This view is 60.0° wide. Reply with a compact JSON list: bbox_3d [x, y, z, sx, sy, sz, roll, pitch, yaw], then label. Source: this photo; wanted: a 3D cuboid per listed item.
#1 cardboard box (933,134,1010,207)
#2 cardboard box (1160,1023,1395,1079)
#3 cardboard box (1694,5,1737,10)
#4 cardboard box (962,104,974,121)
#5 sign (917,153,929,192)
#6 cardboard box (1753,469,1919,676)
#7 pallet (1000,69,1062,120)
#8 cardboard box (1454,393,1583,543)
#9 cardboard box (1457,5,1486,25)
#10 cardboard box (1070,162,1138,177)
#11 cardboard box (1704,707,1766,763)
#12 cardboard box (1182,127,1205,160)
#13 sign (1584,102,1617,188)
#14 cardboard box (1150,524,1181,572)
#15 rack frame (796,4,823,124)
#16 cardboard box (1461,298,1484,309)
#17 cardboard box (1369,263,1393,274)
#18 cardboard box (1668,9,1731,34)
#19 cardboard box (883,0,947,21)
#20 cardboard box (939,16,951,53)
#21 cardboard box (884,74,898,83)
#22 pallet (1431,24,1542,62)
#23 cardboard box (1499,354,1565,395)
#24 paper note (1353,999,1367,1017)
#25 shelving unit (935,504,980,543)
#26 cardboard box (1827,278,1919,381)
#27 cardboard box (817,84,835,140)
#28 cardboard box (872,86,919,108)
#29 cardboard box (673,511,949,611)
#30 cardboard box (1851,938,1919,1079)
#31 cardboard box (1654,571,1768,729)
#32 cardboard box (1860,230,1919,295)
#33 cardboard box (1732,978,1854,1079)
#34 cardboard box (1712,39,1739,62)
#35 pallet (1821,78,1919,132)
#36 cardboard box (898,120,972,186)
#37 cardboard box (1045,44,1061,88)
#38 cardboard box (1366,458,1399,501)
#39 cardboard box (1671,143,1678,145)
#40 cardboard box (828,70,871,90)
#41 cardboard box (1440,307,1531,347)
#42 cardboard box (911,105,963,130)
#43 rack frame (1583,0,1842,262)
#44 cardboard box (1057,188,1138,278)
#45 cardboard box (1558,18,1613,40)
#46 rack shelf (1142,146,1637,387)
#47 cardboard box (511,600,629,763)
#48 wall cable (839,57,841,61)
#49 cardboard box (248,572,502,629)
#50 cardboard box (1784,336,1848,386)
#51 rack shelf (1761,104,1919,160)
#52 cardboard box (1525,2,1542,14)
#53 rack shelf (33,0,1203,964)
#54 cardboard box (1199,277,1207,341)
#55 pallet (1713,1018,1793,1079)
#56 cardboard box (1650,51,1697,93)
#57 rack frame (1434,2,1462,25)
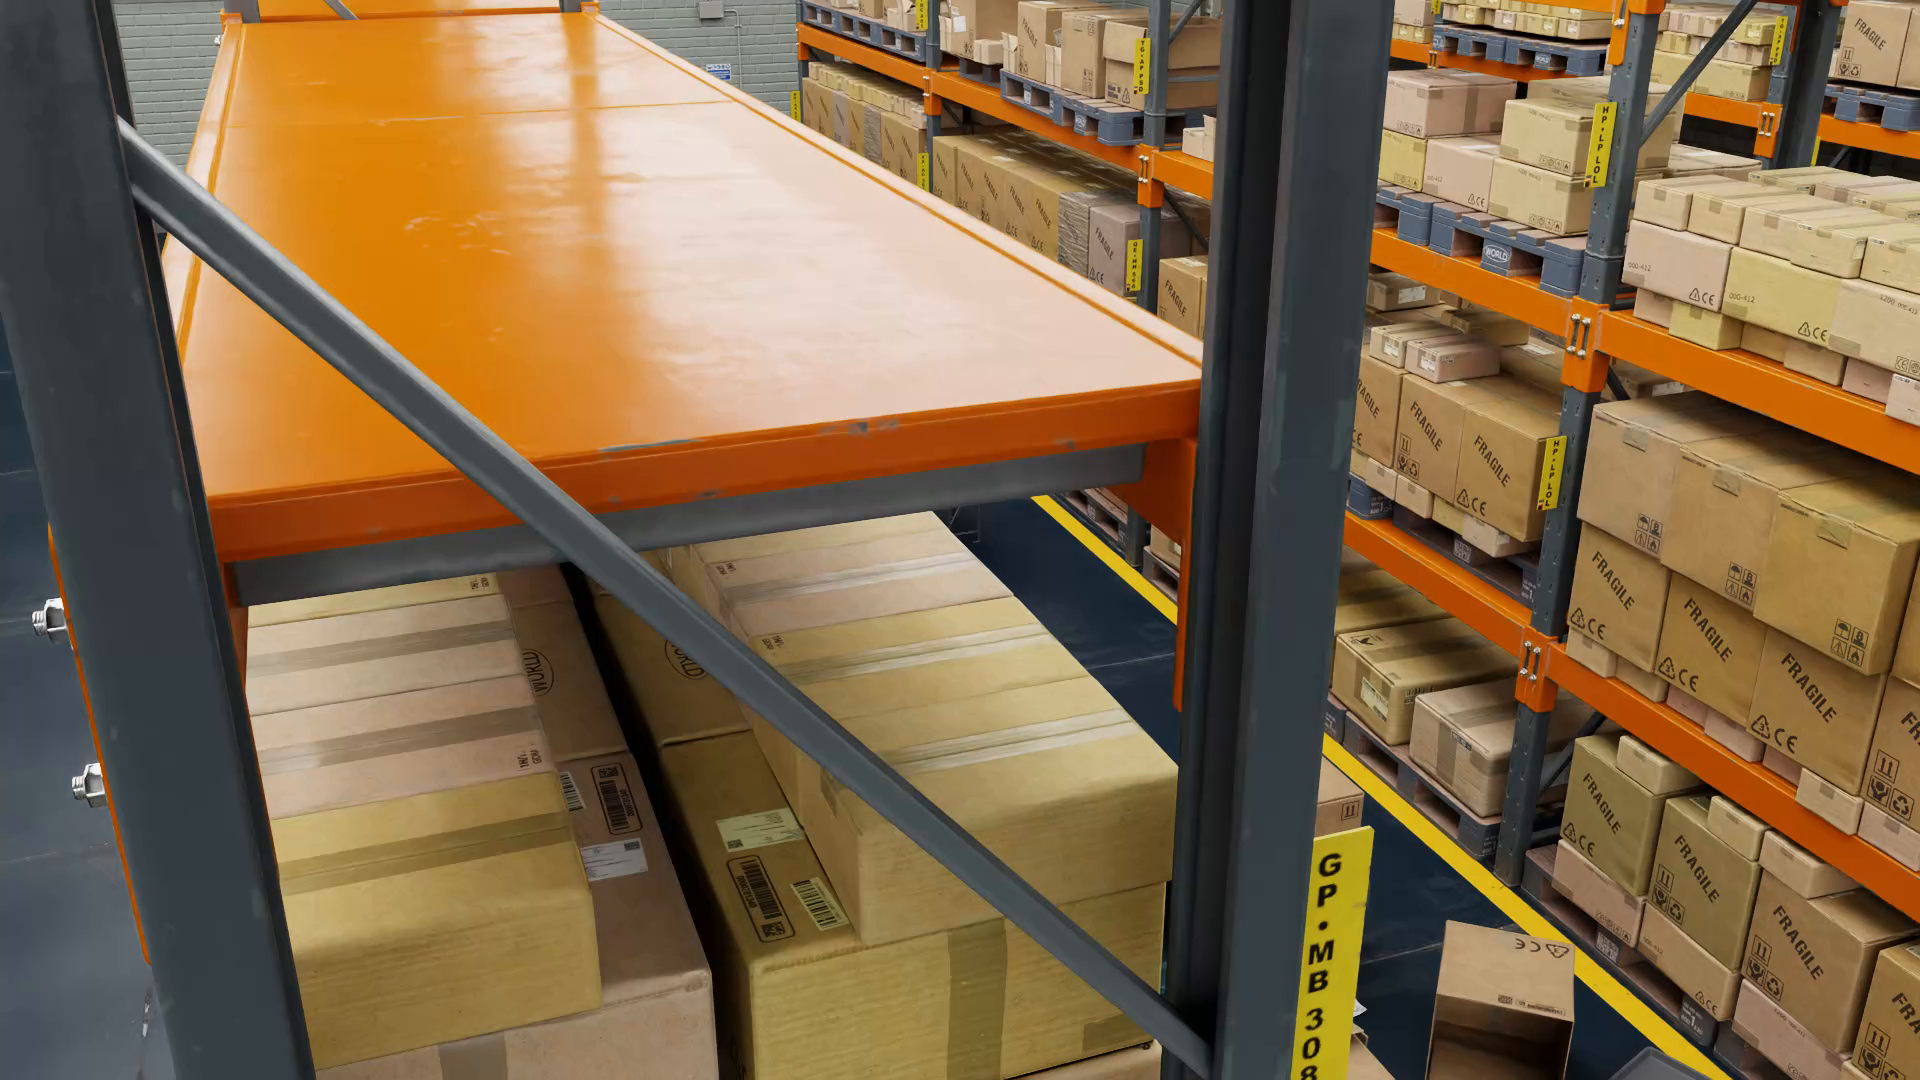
[{"bbox_3d":[0.094,-3.041,13.686,0.500,0.500,0.500,-8,24,-18],"label":"cardboard box"},{"bbox_3d":[1.120,2.085,5.979,0.797,0.637,0.503,-8,24,-19],"label":"cardboard box"},{"bbox_3d":[6.023,-4.137,13.138,0.380,0.149,0.250,-8,24,-19],"label":"cardboard box"},{"bbox_3d":[0.234,-3.780,14.605,0.380,0.149,0.250,-8,24,-18],"label":"cardboard box"},{"bbox_3d":[-0.311,-3.092,14.007,0.100,0.325,0.005,-8,24,-19],"label":"sign"},{"bbox_3d":[3.299,0.094,5.865,0.700,0.500,0.500,-9,24,-20],"label":"cardboard box"},{"bbox_3d":[0.946,-3.207,11.879,1.003,0.211,1.213,-7,24,-17],"label":"pallet"},{"bbox_3d":[2.656,-0.339,7.641,0.500,0.500,0.500,-9,24,-20],"label":"cardboard box"},{"bbox_3d":[4.643,-4.660,14.735,0.380,0.149,0.250,-8,24,-18],"label":"cardboard box"},{"bbox_3d":[1.148,-2.552,12.527,0.500,0.500,0.500,-8,24,-18],"label":"cardboard box"},{"bbox_3d":[3.160,0.720,6.504,0.380,0.149,0.250,-8,24,-17],"label":"cardboard box"},{"bbox_3d":[1.573,-2.408,10.063,0.380,0.149,0.250,-8,24,-19],"label":"cardboard box"},{"bbox_3d":[2.516,-1.551,6.532,0.100,0.325,0.005,-8,24,-19],"label":"sign"},{"bbox_3d":[1.811,-0.056,10.863,0.950,0.372,0.625,-10,25,-23],"label":"cardboard box"},{"bbox_3d":[-1.205,-4.186,17.821,1.000,3.000,0.127,-8,24,-19],"label":"rack frame"},{"bbox_3d":[5.008,-2.058,15.449,0.500,0.500,0.500,-9,24,-20],"label":"cardboard box"},{"bbox_3d":[4.197,-2.982,17.641,0.700,0.500,0.500,-9,25,-21],"label":"cardboard box"},{"bbox_3d":[5.679,-3.978,12.761,0.380,0.149,0.250,-9,24,-20],"label":"cardboard box"},{"bbox_3d":[-0.299,-4.888,14.821,0.797,0.503,0.637,-6,24,-15],"label":"cardboard box"},{"bbox_3d":[0.057,-4.017,13.189,0.396,0.266,0.258,-9,24,-19],"label":"cardboard box"},{"bbox_3d":[-0.532,-4.516,16.352,0.380,0.149,0.250,-9,24,-19],"label":"cardboard box"},{"bbox_3d":[5.015,-4.465,14.860,1.213,0.211,1.003,-8,24,-19],"label":"pallet"},{"bbox_3d":[2.959,-0.595,8.246,0.500,0.500,0.500,-8,24,-19],"label":"cardboard box"},{"bbox_3d":[1.625,1.969,7.040,0.148,0.019,0.142,-8,24,-19],"label":"paper note"},{"bbox_3d":[-0.058,-0.613,11.660,0.258,1.200,0.503,-8,24,-19],"label":"shelving unit"},{"bbox_3d":[3.289,-0.709,5.518,0.500,0.250,0.500,-8,24,-19],"label":"cardboard box"},{"bbox_3d":[-1.113,-4.293,16.657,0.500,0.500,0.500,-9,24,-20],"label":"cardboard box"},{"bbox_3d":[-0.591,-4.080,15.317,0.380,0.149,0.250,-9,24,-20],"label":"cardboard box"},{"bbox_3d":[-0.235,0.028,2.586,0.380,0.149,0.250,-8,24,-18],"label":"cardboard box"},{"bbox_3d":[3.561,1.726,5.826,0.500,0.500,0.500,-9,24,-20],"label":"cardboard box"},{"bbox_3d":[3.128,0.368,6.503,0.500,0.500,0.500,-8,24,-19],"label":"cardboard box"},{"bbox_3d":[3.247,-0.931,5.531,0.380,0.149,0.250,-9,25,-21],"label":"cardboard box"},{"bbox_3d":[3.379,1.884,6.419,0.500,0.250,0.500,-9,24,-20],"label":"cardboard box"},{"bbox_3d":[5.840,-3.652,12.369,0.380,0.149,0.250,-9,24,-20],"label":"cardboard box"},{"bbox_3d":[6.587,-3.023,11.441,1.213,0.211,1.003,-7,24,-17],"label":"pallet"},{"bbox_3d":[-0.217,-3.373,14.476,0.500,0.500,0.500,-9,24,-19],"label":"cardboard box"},{"bbox_3d":[0.807,-3.246,11.359,0.396,0.266,0.258,-9,24,-20],"label":"cardboard box"},{"bbox_3d":[2.299,-0.332,8.459,0.380,0.149,0.250,-8,24,-19],"label":"cardboard box"},{"bbox_3d":[3.023,-1.784,7.912,0.500,0.250,0.500,-9,24,-20],"label":"cardboard box"},{"bbox_3d":[-1.085,-4.536,16.400,0.380,0.149,0.250,-9,25,-21],"label":"cardboard box"},{"bbox_3d":[2.719,-1.102,8.615,0.380,0.149,0.250,-7,24,-16],"label":"cardboard box"},{"bbox_3d":[-0.199,-3.607,14.195,0.380,0.149,0.250,-9,24,-20],"label":"cardboard box"},{"bbox_3d":[3.034,-2.591,6.311,1.000,3.000,0.127,-8,24,-19],"label":"rack frame"},{"bbox_3d":[1.005,-2.124,11.511,0.500,0.500,0.500,-8,24,-18],"label":"cardboard box"},{"bbox_3d":[5.151,-4.203,13.653,0.380,0.149,0.250,-8,24,-18],"label":"cardboard box"},{"bbox_3d":[2.328,-1.604,8.757,1.077,0.370,4.000,-8,24,-19],"label":"rack shelf"},{"bbox_3d":[-0.758,0.332,2.379,0.500,0.250,0.500,-8,24,-19],"label":"cardboard box"},{"bbox_3d":[-1.896,-6.899,22.949,0.588,1.984,0.122,-8,24,-19],"label":"wall cable"},{"bbox_3d":[-0.855,0.116,2.379,0.380,0.149,0.250,-8,24,-18],"label":"cardboard box"},{"bbox_3d":[3.197,-0.672,5.943,0.380,0.149,0.250,-8,24,-17],"label":"cardboard box"},{"bbox_3d":[6.970,-2.286,10.376,1.077,0.370,4.000,-8,24,-19],"label":"rack shelf"},{"bbox_3d":[5.017,-4.530,14.045,0.380,0.149,0.250,-8,24,-18],"label":"cardboard box"},{"bbox_3d":[-0.855,-0.632,3.105,1.077,0.370,4.000,-8,24,-19],"label":"rack shelf"},{"bbox_3d":[1.754,-1.273,9.855,0.500,0.500,0.500,-7,24,-16],"label":"cardboard box"},{"bbox_3d":[3.739,2.142,6.396,1.003,0.211,1.213,-8,24,-19],"label":"pallet"},{"bbox_3d":[5.677,-3.611,12.786,0.500,0.250,0.500,-8,24,-19],"label":"cardboard box"},{"bbox_3d":[4.850,-6.180,14.826,1.000,3.000,0.127,-8,24,-19],"label":"rack frame"}]
